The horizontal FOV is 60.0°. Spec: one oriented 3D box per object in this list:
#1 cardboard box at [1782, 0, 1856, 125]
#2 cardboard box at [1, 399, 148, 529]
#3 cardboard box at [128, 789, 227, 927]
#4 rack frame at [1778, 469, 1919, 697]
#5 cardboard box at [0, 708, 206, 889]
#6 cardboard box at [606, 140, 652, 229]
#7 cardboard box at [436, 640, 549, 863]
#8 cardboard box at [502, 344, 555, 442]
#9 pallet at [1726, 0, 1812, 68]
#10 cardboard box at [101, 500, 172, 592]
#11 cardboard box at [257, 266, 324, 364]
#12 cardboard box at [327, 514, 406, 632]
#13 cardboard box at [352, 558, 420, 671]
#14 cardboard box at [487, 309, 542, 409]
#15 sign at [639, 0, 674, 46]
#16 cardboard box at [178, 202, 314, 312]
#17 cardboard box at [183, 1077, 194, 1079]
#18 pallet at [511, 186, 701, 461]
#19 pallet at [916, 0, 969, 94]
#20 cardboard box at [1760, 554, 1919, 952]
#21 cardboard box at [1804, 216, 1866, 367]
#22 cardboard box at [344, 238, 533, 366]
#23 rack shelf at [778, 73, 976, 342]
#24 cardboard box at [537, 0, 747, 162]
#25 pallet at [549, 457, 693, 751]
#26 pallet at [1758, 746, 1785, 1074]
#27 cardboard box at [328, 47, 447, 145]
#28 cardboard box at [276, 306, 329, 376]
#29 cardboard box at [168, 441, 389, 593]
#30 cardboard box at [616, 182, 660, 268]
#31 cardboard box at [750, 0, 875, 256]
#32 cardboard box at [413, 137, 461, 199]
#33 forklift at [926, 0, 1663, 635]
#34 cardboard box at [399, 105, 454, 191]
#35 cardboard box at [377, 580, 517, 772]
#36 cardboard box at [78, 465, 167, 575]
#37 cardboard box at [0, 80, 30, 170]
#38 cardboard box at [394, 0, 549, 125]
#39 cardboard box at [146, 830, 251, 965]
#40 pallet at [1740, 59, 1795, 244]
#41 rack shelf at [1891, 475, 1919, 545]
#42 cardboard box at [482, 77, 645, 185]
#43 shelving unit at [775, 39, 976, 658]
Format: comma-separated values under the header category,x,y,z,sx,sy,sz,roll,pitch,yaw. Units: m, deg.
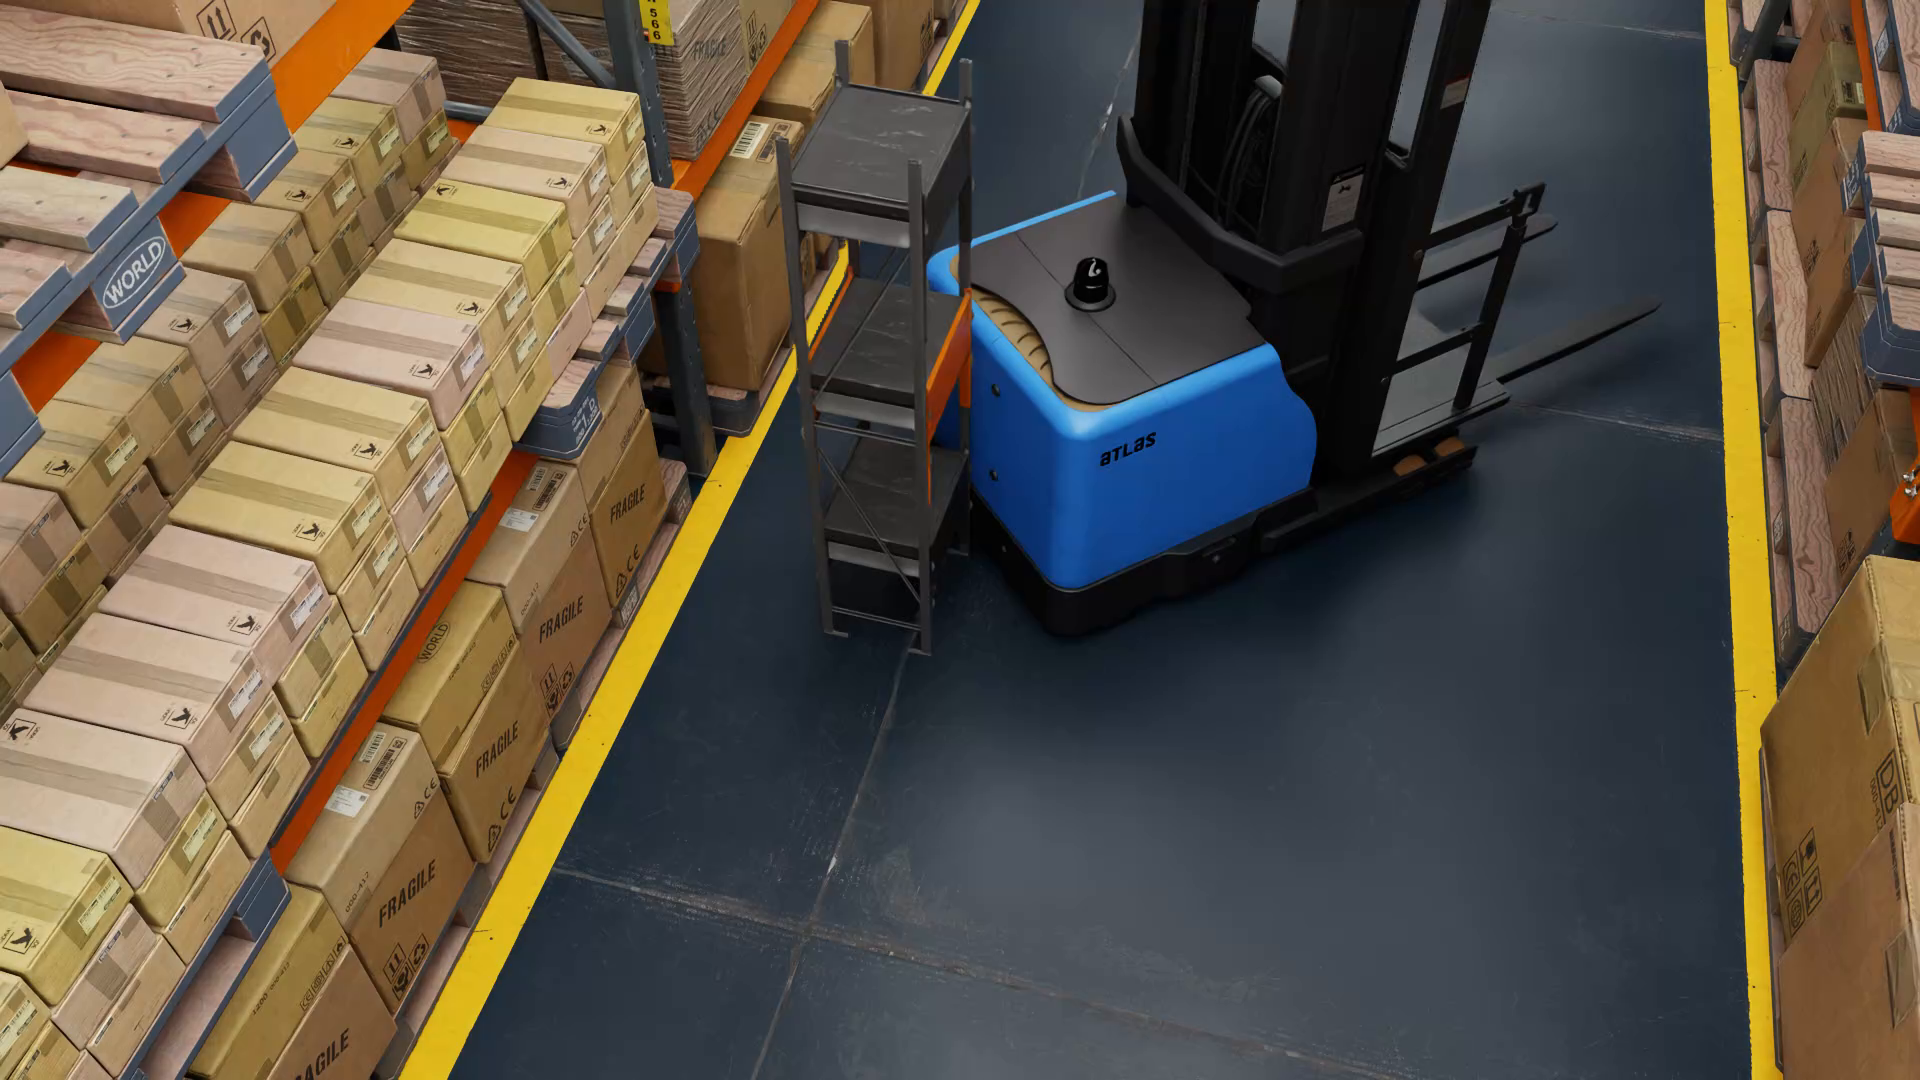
category,x,y,z,sx,sy,sz,roll,pitch,yaw
cardboard box,4.181,-2.090,7.468,0.700,0.500,0.500,8,49,7
cardboard box,-2.170,-0.196,3.913,0.380,0.149,0.250,11,49,10
cardboard box,-1.752,0.612,3.398,0.380,0.149,0.250,10,49,8
rack frame,3.310,-0.318,4.530,1.000,3.000,0.127,12,50,10
cardboard box,-1.748,0.508,3.291,0.380,0.149,0.250,11,49,10
cardboard box,-1.139,-1.077,4.889,0.380,0.149,0.250,12,50,11
cardboard box,-1.633,0.606,5.102,0.500,0.500,0.500,10,49,8
cardboard box,-1.338,-0.434,4.519,0.380,0.149,0.250,11,49,10
pallet,4.506,-2.782,8.564,1.003,0.211,1.213,12,50,10
cardboard box,-2.177,0.005,4.132,0.380,0.149,0.250,10,49,9
cardboard box,-1.972,-0.642,4.505,0.380,0.149,0.250,12,50,10
cardboard box,-1.544,0.043,3.901,0.380,0.149,0.250,11,49,9
cardboard box,-1.546,0.146,4.008,0.380,0.149,0.250,10,49,8
cardboard box,-1.341,-0.512,4.390,0.380,0.149,0.250,12,50,10
sign,-0.922,-1.627,4.966,0.100,0.325,0.005,12,50,10
cardboard box,-1.964,-0.764,4.414,0.380,0.149,0.250,10,49,8
cardboard box,-2.051,1.481,3.829,0.500,0.250,0.500,10,49,8
pallet,-1.533,-0.770,5.057,1.213,0.211,1.003,12,50,10
pallet,-0.526,-2.768,8.552,1.003,0.211,1.213,12,50,10
cardboard box,3.109,0.741,4.733,1.225,0.875,0.875,9,49,8
cardboard box,3.744,-0.941,6.453,0.700,0.500,0.500,15,50,13
cardboard box,-1.339,-0.613,4.281,0.380,0.149,0.250,13,50,11
rack shelf,-0.227,-0.955,4.777,0.431,0.518,0.480,12,50,10
cardboard box,-1.069,-1.675,5.661,0.500,0.500,0.500,12,50,10
pallet,-1.655,0.117,6.006,1.003,0.211,1.213,12,50,10
pallet,3.030,1.160,5.086,1.003,0.211,1.213,12,50,10
cardboard box,-1.758,-1.324,4.908,0.380,0.149,0.250,12,50,10
cardboard box,-1.971,-0.557,4.629,0.380,0.149,0.250,14,50,12
cardboard box,-1.547,-0.055,3.789,0.380,0.149,0.250,13,50,11
cardboard box,-1.134,-0.979,5.000,0.380,0.149,0.250,12,50,11
cardboard box,-0.974,-1.821,7.076,1.050,0.750,0.750,12,50,11
cardboard box,-1.761,-1.142,5.145,0.380,0.149,0.250,11,49,10
forklift,1.401,-1.458,5.582,3.031,2.935,1.130,-23,52,-19
cardboard box,-1.769,-1.215,5.010,0.380,0.149,0.250,14,50,12
cardboard box,-1.646,0.348,4.829,0.500,0.250,0.500,13,50,11
cardboard box,-2.174,-0.087,4.015,0.380,0.149,0.250,13,50,11
cardboard box,-1.968,-0.734,2.548,0.797,0.503,0.637,11,49,10
cardboard box,-1.589,-1.782,5.756,0.500,0.500,0.500,12,50,10
cardboard box,-1.749,0.710,3.510,0.380,0.149,0.250,12,50,10
pallet,4.160,-1.725,7.632,1.003,0.211,1.213,12,50,10
rack shelf,2.784,1.366,3.523,1.077,0.370,4.000,12,50,10
cardboard box,-1.135,-1.178,4.780,0.380,0.149,0.250,10,49,9
shelving unit,-0.227,-0.501,5.292,0.431,2.100,0.503,12,50,10
